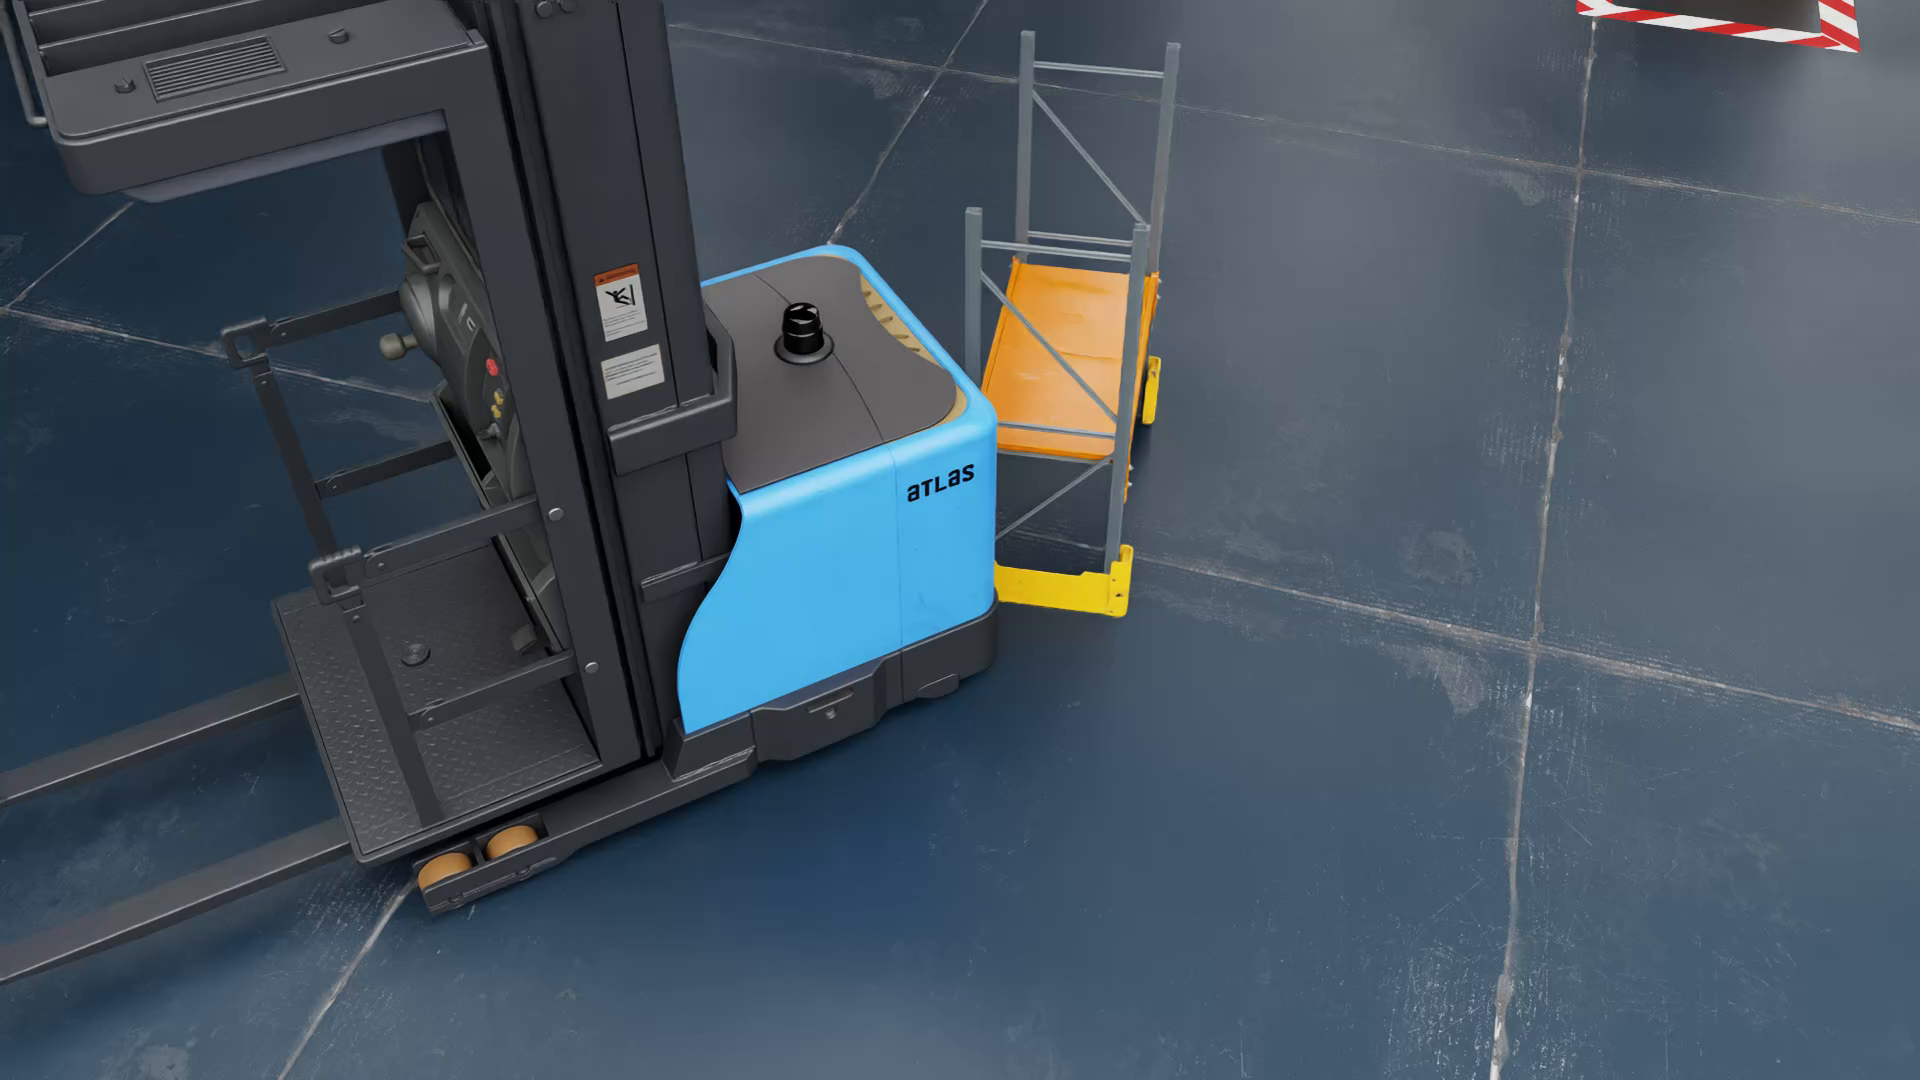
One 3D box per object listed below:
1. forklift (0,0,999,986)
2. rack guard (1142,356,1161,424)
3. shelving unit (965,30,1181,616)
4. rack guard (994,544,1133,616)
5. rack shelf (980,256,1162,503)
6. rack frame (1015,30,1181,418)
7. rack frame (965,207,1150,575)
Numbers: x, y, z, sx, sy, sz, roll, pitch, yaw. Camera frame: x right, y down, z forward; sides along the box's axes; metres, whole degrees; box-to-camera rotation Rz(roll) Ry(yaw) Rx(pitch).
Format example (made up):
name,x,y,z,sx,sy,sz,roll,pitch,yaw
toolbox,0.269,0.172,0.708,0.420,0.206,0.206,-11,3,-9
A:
name,x,y,z,sx,sy,sz,roll,pitch,yaw
forklift,-1.423,-0.432,4.096,3.031,2.935,1.130,-21,48,-20
rack guard,0.439,-0.585,6.169,0.587,0.250,0.087,7,45,7
shelving unit,0.353,-0.688,5.381,0.587,1.500,1.083,7,45,7
rack guard,0.266,0.101,5.468,0.587,0.250,0.087,7,45,7
rack shelf,0.351,-0.554,5.501,0.538,0.185,1.000,7,45,7
rack frame,0.440,-1.032,5.732,0.500,1.500,0.032,7,45,7
rack frame,0.263,-0.332,5.017,0.500,1.500,0.032,7,45,7
